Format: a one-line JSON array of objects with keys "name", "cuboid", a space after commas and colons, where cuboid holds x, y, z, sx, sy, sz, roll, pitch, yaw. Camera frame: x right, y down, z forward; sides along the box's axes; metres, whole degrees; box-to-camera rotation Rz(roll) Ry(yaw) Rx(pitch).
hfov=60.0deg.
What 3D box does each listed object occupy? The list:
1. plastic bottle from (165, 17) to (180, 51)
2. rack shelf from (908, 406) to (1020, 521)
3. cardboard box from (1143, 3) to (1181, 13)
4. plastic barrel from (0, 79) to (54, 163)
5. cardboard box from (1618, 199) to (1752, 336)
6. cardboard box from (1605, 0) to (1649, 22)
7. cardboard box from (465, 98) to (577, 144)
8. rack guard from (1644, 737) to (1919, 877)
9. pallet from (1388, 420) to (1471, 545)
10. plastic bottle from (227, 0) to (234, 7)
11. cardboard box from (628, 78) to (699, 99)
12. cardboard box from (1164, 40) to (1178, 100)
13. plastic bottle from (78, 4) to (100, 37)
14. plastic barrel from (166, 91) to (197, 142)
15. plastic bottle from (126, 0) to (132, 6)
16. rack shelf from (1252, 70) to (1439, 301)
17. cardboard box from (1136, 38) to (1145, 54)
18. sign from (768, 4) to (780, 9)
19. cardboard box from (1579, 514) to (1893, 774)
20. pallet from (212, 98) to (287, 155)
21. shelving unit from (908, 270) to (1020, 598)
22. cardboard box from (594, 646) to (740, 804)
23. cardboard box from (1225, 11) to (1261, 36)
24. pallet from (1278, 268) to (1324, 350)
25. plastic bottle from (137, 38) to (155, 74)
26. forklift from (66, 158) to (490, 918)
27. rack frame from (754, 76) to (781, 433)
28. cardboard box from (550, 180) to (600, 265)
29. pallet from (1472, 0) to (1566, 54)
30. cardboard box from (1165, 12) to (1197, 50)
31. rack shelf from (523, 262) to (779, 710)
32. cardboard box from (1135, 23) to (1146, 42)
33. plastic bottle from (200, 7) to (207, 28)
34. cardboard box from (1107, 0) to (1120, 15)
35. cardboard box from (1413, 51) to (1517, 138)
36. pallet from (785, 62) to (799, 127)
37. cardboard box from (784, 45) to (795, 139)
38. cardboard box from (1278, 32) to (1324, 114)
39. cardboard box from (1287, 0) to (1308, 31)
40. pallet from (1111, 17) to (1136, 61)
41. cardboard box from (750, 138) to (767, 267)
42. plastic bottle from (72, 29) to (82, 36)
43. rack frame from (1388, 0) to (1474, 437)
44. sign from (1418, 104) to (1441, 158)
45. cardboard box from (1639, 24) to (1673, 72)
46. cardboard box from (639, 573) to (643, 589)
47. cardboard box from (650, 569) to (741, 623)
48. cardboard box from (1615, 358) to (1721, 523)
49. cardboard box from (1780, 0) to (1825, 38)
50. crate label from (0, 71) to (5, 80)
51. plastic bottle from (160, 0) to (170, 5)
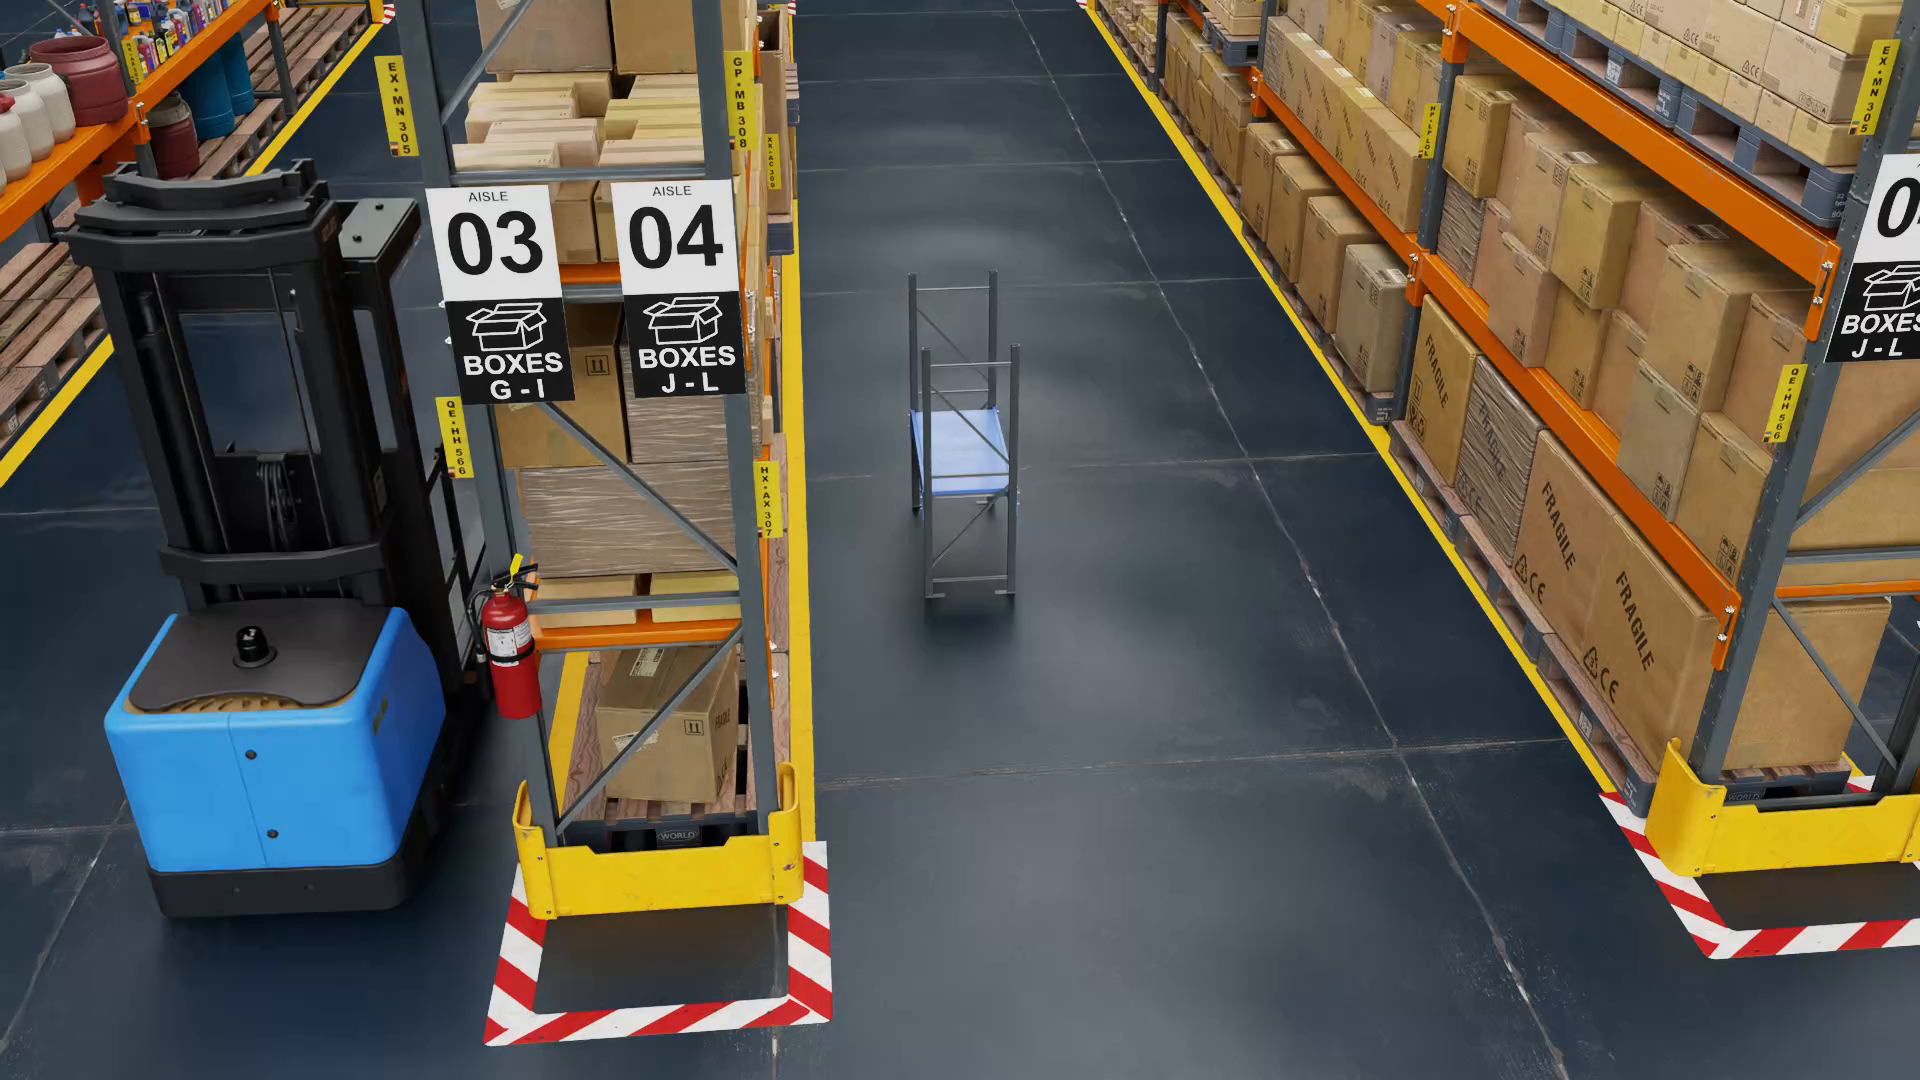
[{"name": "plastic bottle", "cuboid": [-6.730, -4.312, 14.170, 0.097, 0.271, 0.097, 0, 31, 0]}, {"name": "rack shelf", "cuboid": [0.008, -0.446, 9.385, 0.538, 0.185, 1.000, -3, 31, -5]}, {"name": "cardboard box", "cuboid": [2.231, -5.837, 18.387, 0.380, 0.149, 0.250, -2, 31, -3]}, {"name": "plastic barrel", "cuboid": [-6.593, -2.917, 11.599, 0.421, 0.512, 0.421, 0, 31, 0]}, {"name": "cardboard box", "cuboid": [3.629, -1.226, 7.678, 0.875, 0.550, 0.550, -3, 31, -5]}, {"name": "cardboard box", "cuboid": [3.223, -2.518, 7.464, 0.500, 0.250, 0.500, -2, 31, -4]}, {"name": "cardboard box", "cuboid": [-1.641, -1.546, 6.246, 0.380, 0.149, 0.250, -4, 31, -7]}, {"name": "rack guard", "cuboid": [3.688, 1.148, 7.341, 1.175, 0.500, 0.348, -3, 31, -5]}, {"name": "pallet", "cuboid": [3.305, -0.391, 10.199, 1.003, 0.211, 1.213, -3, 31, -5]}, {"name": "plastic bottle", "cuboid": [-6.903, -5.166, 15.522, 0.144, 0.351, 0.185, -3, 31, -5]}, {"name": "cardboard box", "cuboid": [-1.087, -1.701, 6.504, 0.380, 0.149, 0.250, -2, 31, -3]}, {"name": "cardboard box", "cuboid": [2.369, -4.782, 16.858, 0.500, 0.500, 0.500, -2, 31, -3]}, {"name": "plastic bottle", "cuboid": [-7.484, -4.431, 14.291, 0.144, 0.351, 0.185, -3, 31, -5]}, {"name": "plastic barrel", "cuboid": [-7.251, -3.821, 15.238, 0.421, 0.512, 0.421, 0, 31, 0]}, {"name": "plastic bottle", "cuboid": [-7.564, -4.861, 15.083, 0.152, 0.276, 0.135, -3, 31, -5]}, {"name": "rack shelf", "cuboid": [3.125, -2.692, 12.034, 1.077, 0.370, 4.000, -3, 31, -5]}, {"name": "cardboard box", "cuboid": [2.158, -5.473, 18.359, 0.380, 0.149, 0.250, -4, 31, -6]}, {"name": "sign", "cuboid": [-1.471, -4.330, 13.022, 0.100, 0.325, 0.005, -3, 31, -5]}, {"name": "cardboard box", "cuboid": [3.556, 0.451, 7.732, 0.875, 0.875, 0.875, -3, 31, -4]}, {"name": "pallet", "cuboid": [-7.284, -4.048, 16.321, 1.003, 0.211, 1.213, -3, 31, -5]}, {"name": "shelving unit", "cuboid": [0.008, -0.600, 9.292, 0.538, 1.500, 1.048, -3, 31, -5]}, {"name": "cardboard box", "cuboid": [-1.304, 0.821, 7.478, 0.500, 0.500, 0.500, 3, 31, 5]}, {"name": "cardboard box", "cuboid": [2.434, -4.325, 13.900, 0.380, 0.149, 0.250, -2, 31, -4]}, {"name": "pallet", "cuboid": [3.047, -1.798, 12.554, 1.003, 0.211, 1.213, -3, 31, -5]}, {"name": "plastic bottle", "cuboid": [-6.645, -3.955, 13.560, 0.061, 0.283, 0.133, -3, 31, -5]}, {"name": "forklift", "cuboid": [-2.940, -0.402, 7.565, 1.130, 2.935, 3.031, -2, 31, -3]}, {"name": "rack frame", "cuboid": [-1.636, -1.794, 9.828, 1.000, 3.000, 0.127, -3, 31, -5]}, {"name": "cardboard box", "cuboid": [-1.560, -1.209, 6.070, 0.500, 0.250, 0.500, -2, 31, -3]}, {"name": "pallet", "cuboid": [3.378, -2.812, 8.693, 1.003, 0.211, 1.213, -3, 31, -5]}, {"name": "cardboard box", "cuboid": [2.370, -5.104, 16.666, 0.500, 0.250, 0.500, -4, 31, -7]}, {"name": "rack shelf", "cuboid": [-1.449, -0.464, 8.303, 1.077, 0.370, 4.000, -3, 31, -5]}, {"name": "cardboard box", "cuboid": [2.138, -5.568, 18.227, 0.380, 0.149, 0.250, -4, 31, -6]}, {"name": "plastic bottle", "cuboid": [-6.803, -4.681, 14.856, 0.097, 0.201, 0.097, 0, 31, 0]}, {"name": "cardboard box", "cuboid": [1.971, -6.388, 19.891, 0.380, 0.149, 0.250, -2, 31, -4]}, {"name": "cardboard box", "cuboid": [3.259, -2.705, 10.282, 0.700, 0.500, 0.500, -3, 31, -5]}, {"name": "pallet", "cuboid": [-1.837, -3.395, 12.696, 1.213, 0.211, 1.003, -3, 31, -5]}, {"name": "cardboard box", "cuboid": [-2.129, -3.913, 15.039, 1.225, 0.875, 0.875, -3, 31, -4]}, {"name": "cardboard box", "cuboid": [2.761, -3.564, 12.693, 0.500, 0.500, 0.500, -3, 31, -5]}, {"name": "cardboard box", "cuboid": [2.970, -4.265, 12.892, 0.700, 0.500, 0.500, -3, 31, -5]}, {"name": "pallet", "cuboid": [2.349, -5.833, 19.309, 1.003, 0.211, 1.213, -3, 31, -5]}, {"name": "cardboard box", "cuboid": [-1.226, -1.667, 8.253, 0.500, 0.500, 0.500, -3, 31, -5]}, {"name": "plastic bottle", "cuboid": [-7.482, -4.225, 14.092, 0.097, 0.201, 0.097, 0, 31, 0]}, {"name": "rack frame", "cuboid": [3.312, -1.980, 10.140, 1.000, 3.000, 0.127, -3, 31, -5]}, {"name": "sign", "cuboid": [2.772, -2.412, 9.811, 0.100, 0.325, 0.005, -3, 31, -5]}, {"name": "cardboard box", "cuboid": [3.199, -2.143, 7.226, 0.380, 0.149, 0.250, -3, 31, -4]}, {"name": "cardboard box", "cuboid": [-1.517, 0.093, 6.915, 0.380, 0.149, 0.250, -3, 31, -5]}, {"name": "cardboard box", "cuboid": [-1.052, 0.199, 6.737, 0.380, 0.149, 0.250, -3, 31, -5]}, {"name": "cardboard box", "cuboid": [3.532, -0.469, 7.464, 0.875, 0.550, 0.550, -3, 31, -5]}, {"name": "cardboard box", "cuboid": [3.294, -1.967, 6.152, 0.380, 0.149, 0.250, -3, 31, -4]}, {"name": "crate label", "cuboid": [-7.118, -3.094, 11.970, 0.502, 0.435, 0.616, -3, 31, -5]}, {"name": "plastic bottle", "cuboid": [-7.494, -5.130, 15.607, 0.097, 0.201, 0.097, 0, 31, 0]}]
